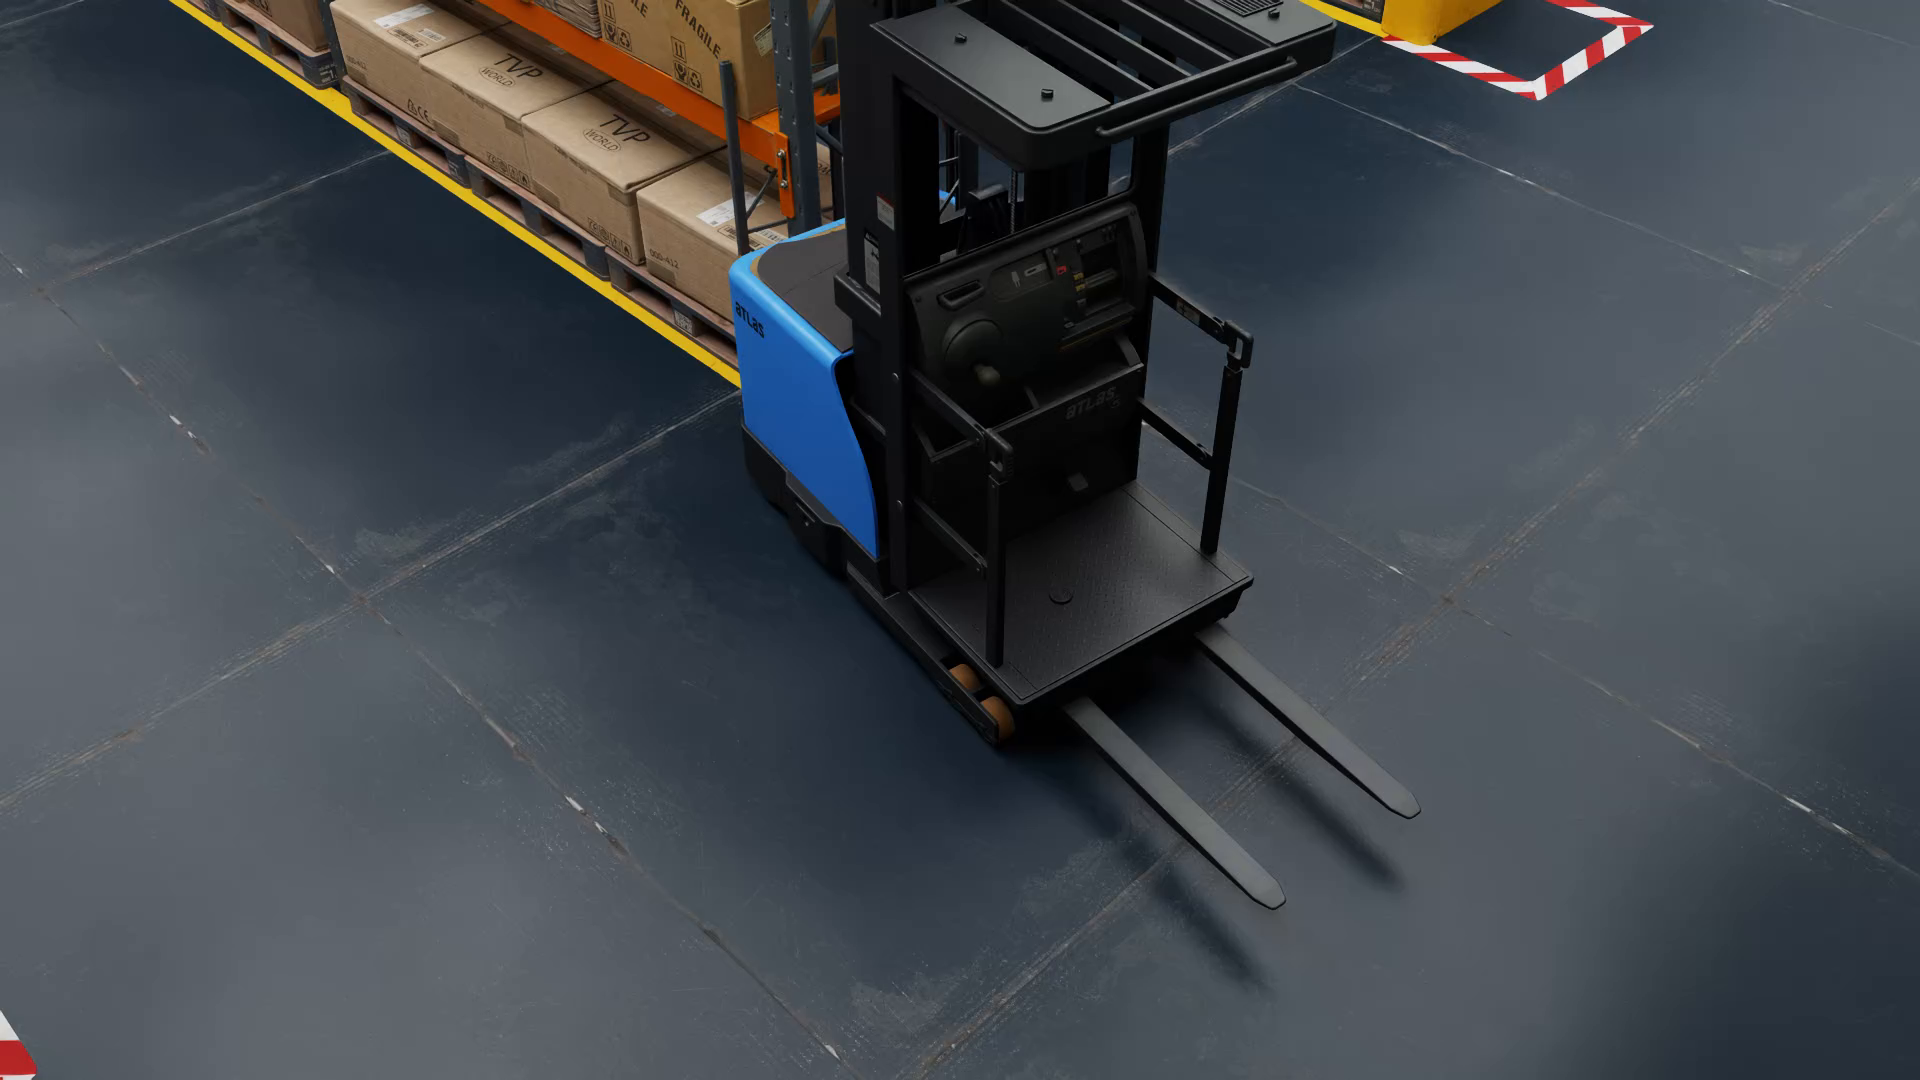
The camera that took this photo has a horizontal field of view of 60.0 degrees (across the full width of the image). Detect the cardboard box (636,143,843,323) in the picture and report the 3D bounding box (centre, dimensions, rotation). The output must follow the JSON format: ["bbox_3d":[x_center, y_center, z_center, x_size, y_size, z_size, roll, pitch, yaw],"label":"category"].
[{"bbox_3d":[-0.851,-1.427,7.663,0.875,0.438,0.875,32,52,30],"label":"cardboard box"}]

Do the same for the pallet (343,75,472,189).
[{"bbox_3d":[-2.658,-2.440,9.235,1.003,0.211,1.213,-34,53,-31],"label":"pallet"}]

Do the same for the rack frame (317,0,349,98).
[{"bbox_3d":[-3.139,-3.867,8.725,1.000,3.000,0.127,-34,53,-31],"label":"rack frame"}]

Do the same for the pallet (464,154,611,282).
[{"bbox_3d":[-1.792,-1.854,8.601,1.003,0.211,1.213,-34,53,-31],"label":"pallet"}]

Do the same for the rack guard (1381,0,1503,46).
[{"bbox_3d":[3.065,-3.484,10.152,1.175,0.500,0.348,-34,53,-31],"label":"rack guard"}]

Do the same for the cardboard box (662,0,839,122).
[{"bbox_3d":[-0.843,-2.087,6.724,0.500,0.500,0.500,-34,52,-31],"label":"cardboard box"}]

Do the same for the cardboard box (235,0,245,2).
[{"bbox_3d":[-4.277,-3.931,10.050,0.875,0.875,0.875,-33,52,-30],"label":"cardboard box"}]

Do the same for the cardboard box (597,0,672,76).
[{"bbox_3d":[-1.186,-2.335,6.993,0.500,0.500,0.500,33,52,31],"label":"cardboard box"}]

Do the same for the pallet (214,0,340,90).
[{"bbox_3d":[-3.738,-3.178,10.033,1.003,0.211,1.213,-34,53,-31],"label":"pallet"}]

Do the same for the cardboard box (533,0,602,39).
[{"bbox_3d":[-1.557,-2.577,7.255,0.500,0.500,0.500,-33,52,-30],"label":"cardboard box"}]

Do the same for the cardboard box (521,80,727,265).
[{"bbox_3d":[-1.504,-1.863,8.135,0.875,0.438,0.875,-33,52,-30],"label":"cardboard box"}]

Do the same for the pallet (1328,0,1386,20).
[{"bbox_3d":[2.516,-3.786,10.691,1.003,0.211,1.213,-34,53,-31],"label":"pallet"}]

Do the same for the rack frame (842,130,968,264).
[{"bbox_3d":[-0.187,-0.814,6.370,0.500,1.500,0.032,-21,43,-24],"label":"rack frame"}]

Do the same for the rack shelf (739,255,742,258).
[{"bbox_3d":[-0.450,-0.944,6.823,0.538,0.185,1.000,-21,43,-24],"label":"rack shelf"}]

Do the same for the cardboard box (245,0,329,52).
[{"bbox_3d":[-3.634,-3.500,9.584,0.875,0.875,0.875,-32,52,-30],"label":"cardboard box"}]

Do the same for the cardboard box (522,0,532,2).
[{"bbox_3d":[-1.930,-2.819,7.517,0.500,0.500,0.500,-33,52,-30],"label":"cardboard box"}]

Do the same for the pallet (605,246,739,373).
[{"bbox_3d":[-0.935,-1.268,7.966,1.003,0.211,1.213,-34,53,-31],"label":"pallet"}]

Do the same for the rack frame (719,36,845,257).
[{"bbox_3d":[-0.716,-1.355,7.050,0.500,1.500,0.032,-21,43,-24],"label":"rack frame"}]

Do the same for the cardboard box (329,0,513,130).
[{"bbox_3d":[-2.772,-2.727,9.070,0.875,0.438,0.875,33,52,31],"label":"cardboard box"}]

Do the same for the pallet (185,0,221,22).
[{"bbox_3d":[-4.603,-3.764,10.668,1.003,0.211,1.213,-34,53,-31],"label":"pallet"}]

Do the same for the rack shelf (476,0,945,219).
[{"bbox_3d":[-1.727,-2.642,7.929,1.077,0.370,4.000,-34,53,-31],"label":"rack shelf"}]

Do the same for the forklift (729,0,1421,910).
[{"bbox_3d":[0.366,-0.728,5.378,1.130,2.935,3.031,-26,49,-25],"label":"forklift"}]

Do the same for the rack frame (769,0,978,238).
[{"bbox_3d":[-0.315,-1.945,6.645,1.000,3.000,0.127,-34,53,-31],"label":"rack frame"}]

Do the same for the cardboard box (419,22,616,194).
[{"bbox_3d":[-2.139,-2.297,8.604,0.875,0.438,0.875,33,52,30],"label":"cardboard box"}]

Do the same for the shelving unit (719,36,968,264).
[{"bbox_3d":[-0.447,-1.080,6.704,0.587,1.500,1.083,-21,43,-24],"label":"shelving unit"}]
